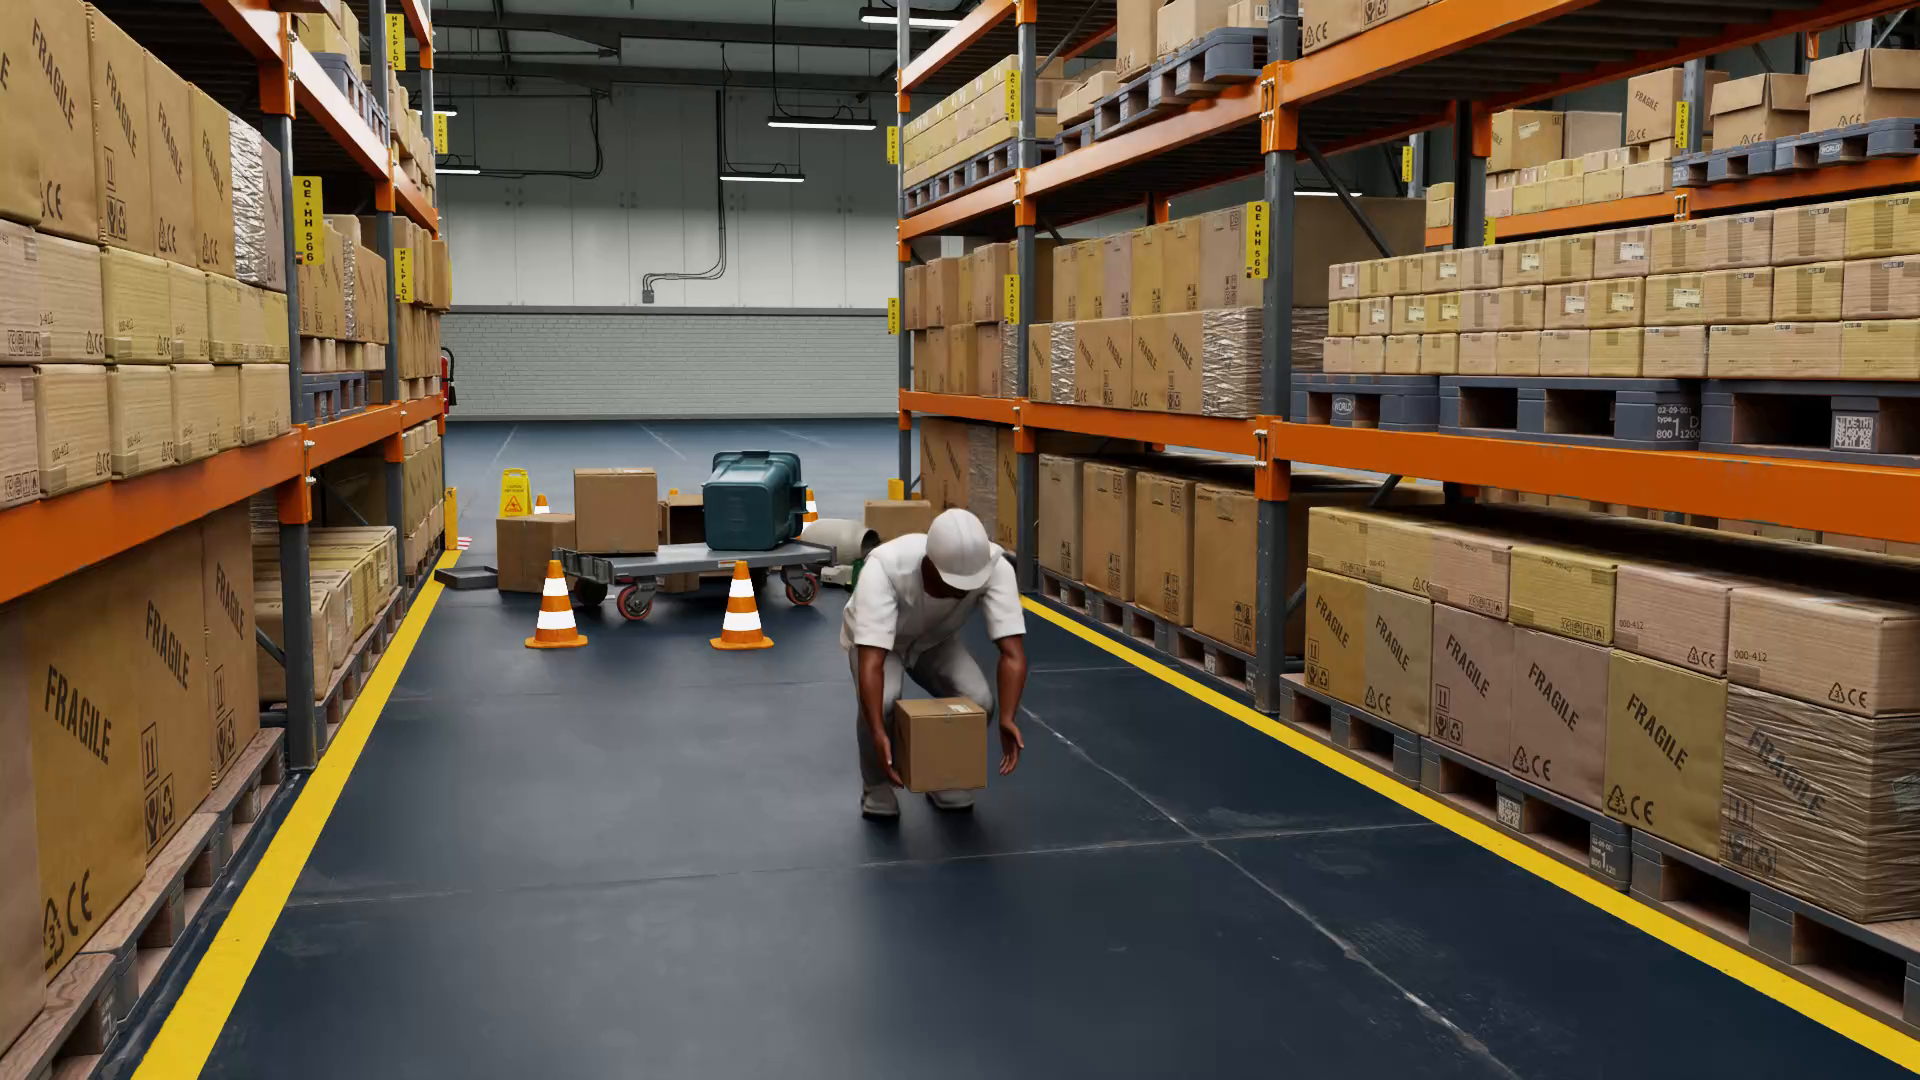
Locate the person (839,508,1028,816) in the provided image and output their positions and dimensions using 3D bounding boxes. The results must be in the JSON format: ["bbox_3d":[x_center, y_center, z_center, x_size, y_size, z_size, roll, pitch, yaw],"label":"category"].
[{"bbox_3d":[-0.102,0.407,5.731,0.599,1.091,0.862,-2,6,-14],"label":"person"}]
